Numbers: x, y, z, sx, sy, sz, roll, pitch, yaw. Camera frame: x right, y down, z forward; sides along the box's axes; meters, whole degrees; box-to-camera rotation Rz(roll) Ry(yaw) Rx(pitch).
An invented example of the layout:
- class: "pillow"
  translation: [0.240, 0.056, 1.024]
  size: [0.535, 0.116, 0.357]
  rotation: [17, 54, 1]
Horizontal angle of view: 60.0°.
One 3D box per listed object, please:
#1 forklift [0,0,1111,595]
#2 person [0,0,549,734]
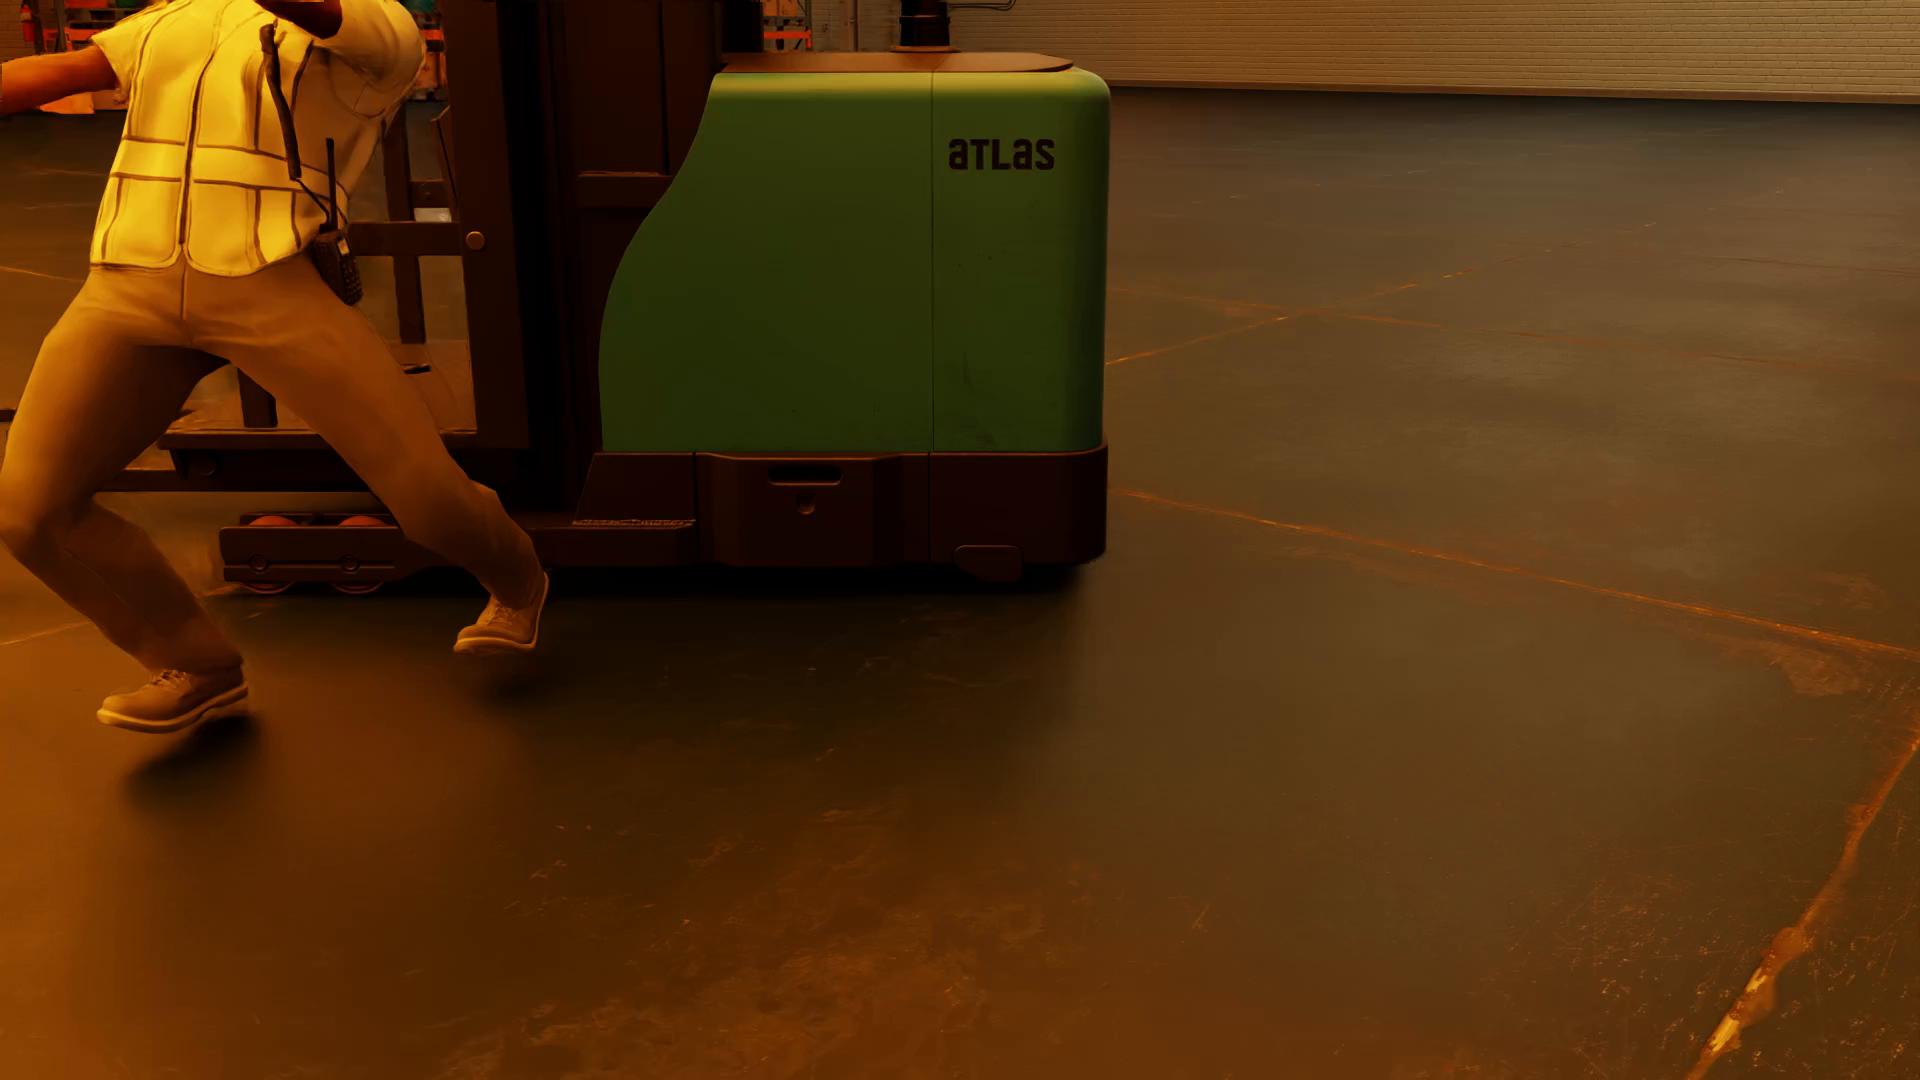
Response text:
- class: "forklift"
  translation: [-1.195, -1.439, 3.635]
  size: [3.031, 2.935, 1.130]
  rotation: [0, 17, 0]
- class: "person"
  translation: [-1.248, -0.396, 2.653]
  size: [0.967, 1.450, 0.749]
  rotation: [0, 17, 1]
